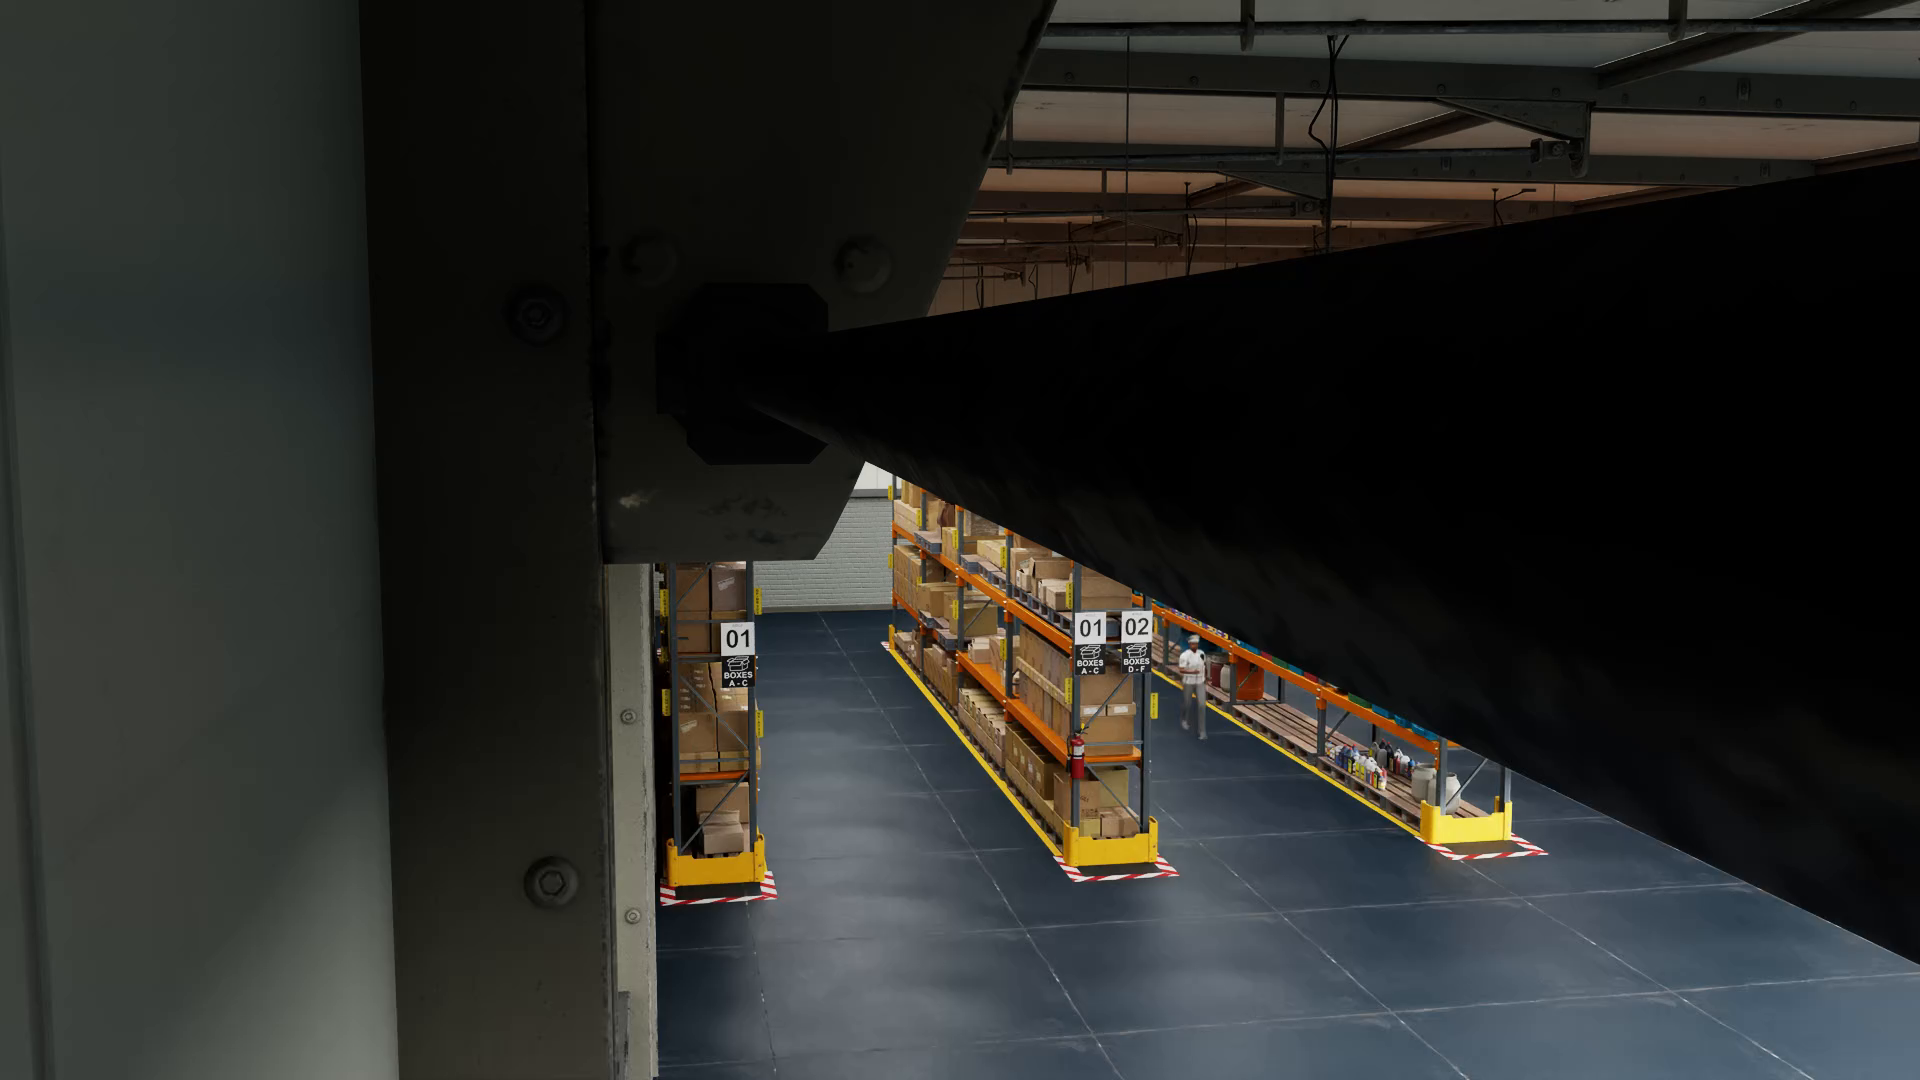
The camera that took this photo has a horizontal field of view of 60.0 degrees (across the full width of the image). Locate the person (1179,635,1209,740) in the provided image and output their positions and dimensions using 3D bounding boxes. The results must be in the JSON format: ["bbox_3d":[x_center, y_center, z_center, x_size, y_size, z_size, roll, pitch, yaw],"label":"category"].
[{"bbox_3d":[3.945,2.443,28.066,0.558,1.720,0.879,-1,6,-10],"label":"person"}]
